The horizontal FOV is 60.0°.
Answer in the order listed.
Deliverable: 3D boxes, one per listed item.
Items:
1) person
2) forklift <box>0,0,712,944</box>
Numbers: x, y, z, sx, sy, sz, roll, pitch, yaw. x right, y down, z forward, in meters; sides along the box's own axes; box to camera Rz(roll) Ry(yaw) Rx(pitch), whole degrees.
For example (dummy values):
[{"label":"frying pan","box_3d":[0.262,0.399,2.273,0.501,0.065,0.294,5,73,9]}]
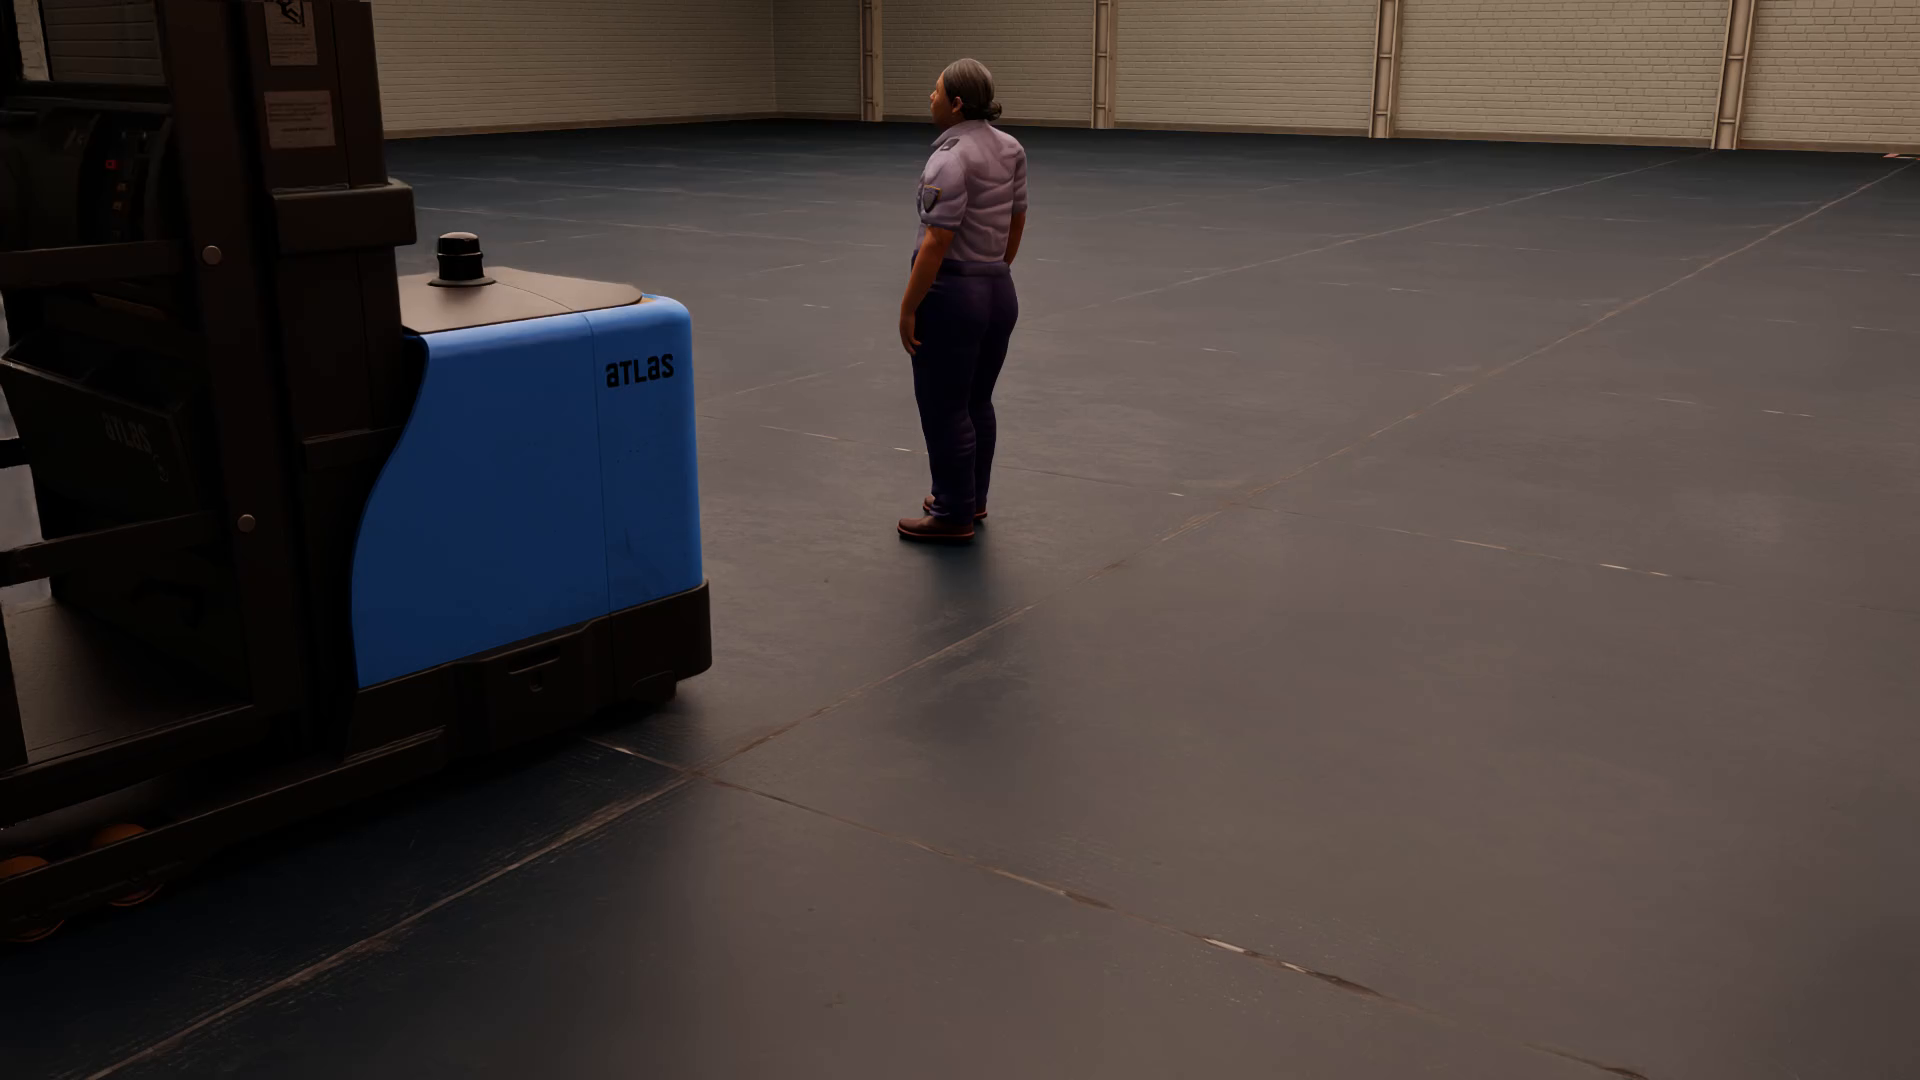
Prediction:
[{"label":"person","box_3d":[-0.061,-0.816,5.778,0.502,1.651,0.598,11,20,33]},{"label":"forklift","box_3d":[-2.036,-0.772,3.413,1.130,2.935,3.031,14,22,40]}]
